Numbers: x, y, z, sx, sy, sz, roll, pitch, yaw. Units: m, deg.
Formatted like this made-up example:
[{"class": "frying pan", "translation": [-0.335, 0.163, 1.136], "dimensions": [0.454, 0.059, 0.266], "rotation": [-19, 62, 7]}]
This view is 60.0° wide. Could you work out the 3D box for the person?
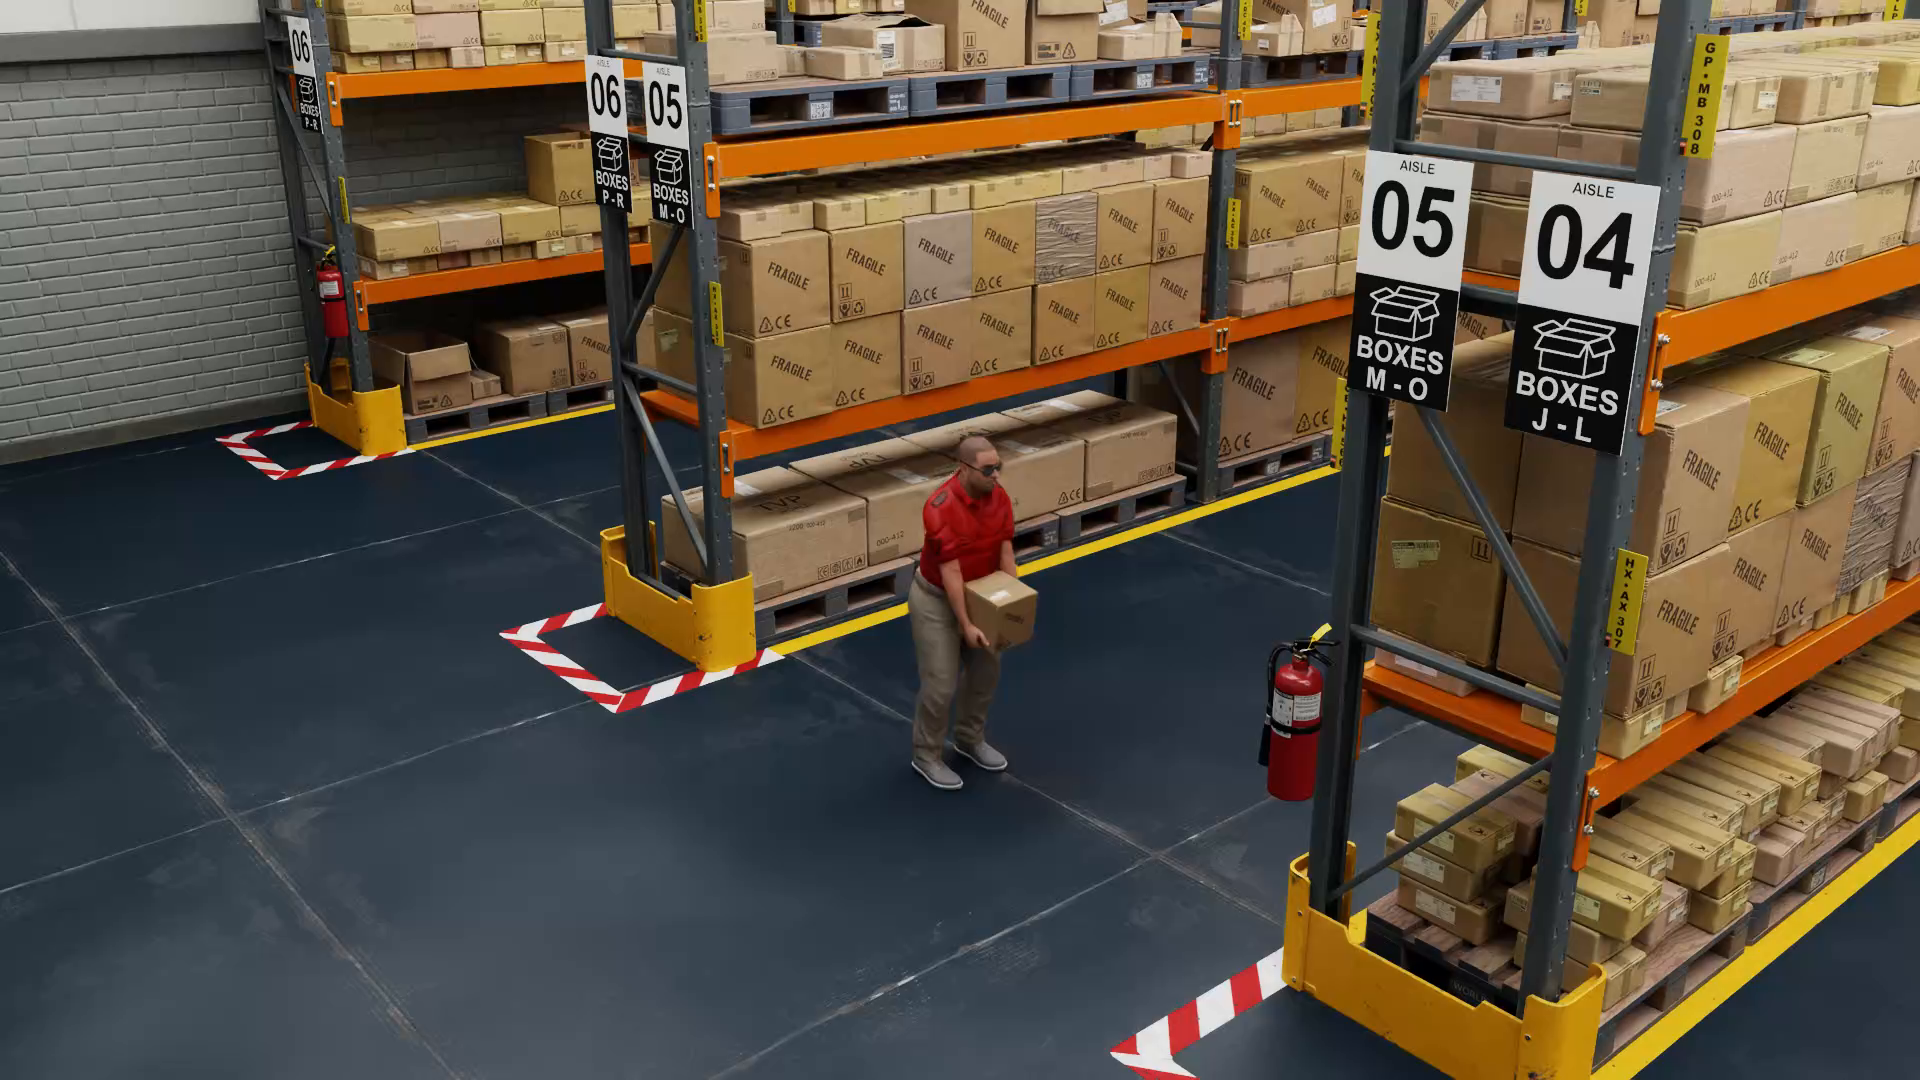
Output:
[{"class": "person", "translation": [0.050, 0.328, 7.769], "dimensions": [0.487, 1.718, 0.563], "rotation": [-18, 27, -38]}]
